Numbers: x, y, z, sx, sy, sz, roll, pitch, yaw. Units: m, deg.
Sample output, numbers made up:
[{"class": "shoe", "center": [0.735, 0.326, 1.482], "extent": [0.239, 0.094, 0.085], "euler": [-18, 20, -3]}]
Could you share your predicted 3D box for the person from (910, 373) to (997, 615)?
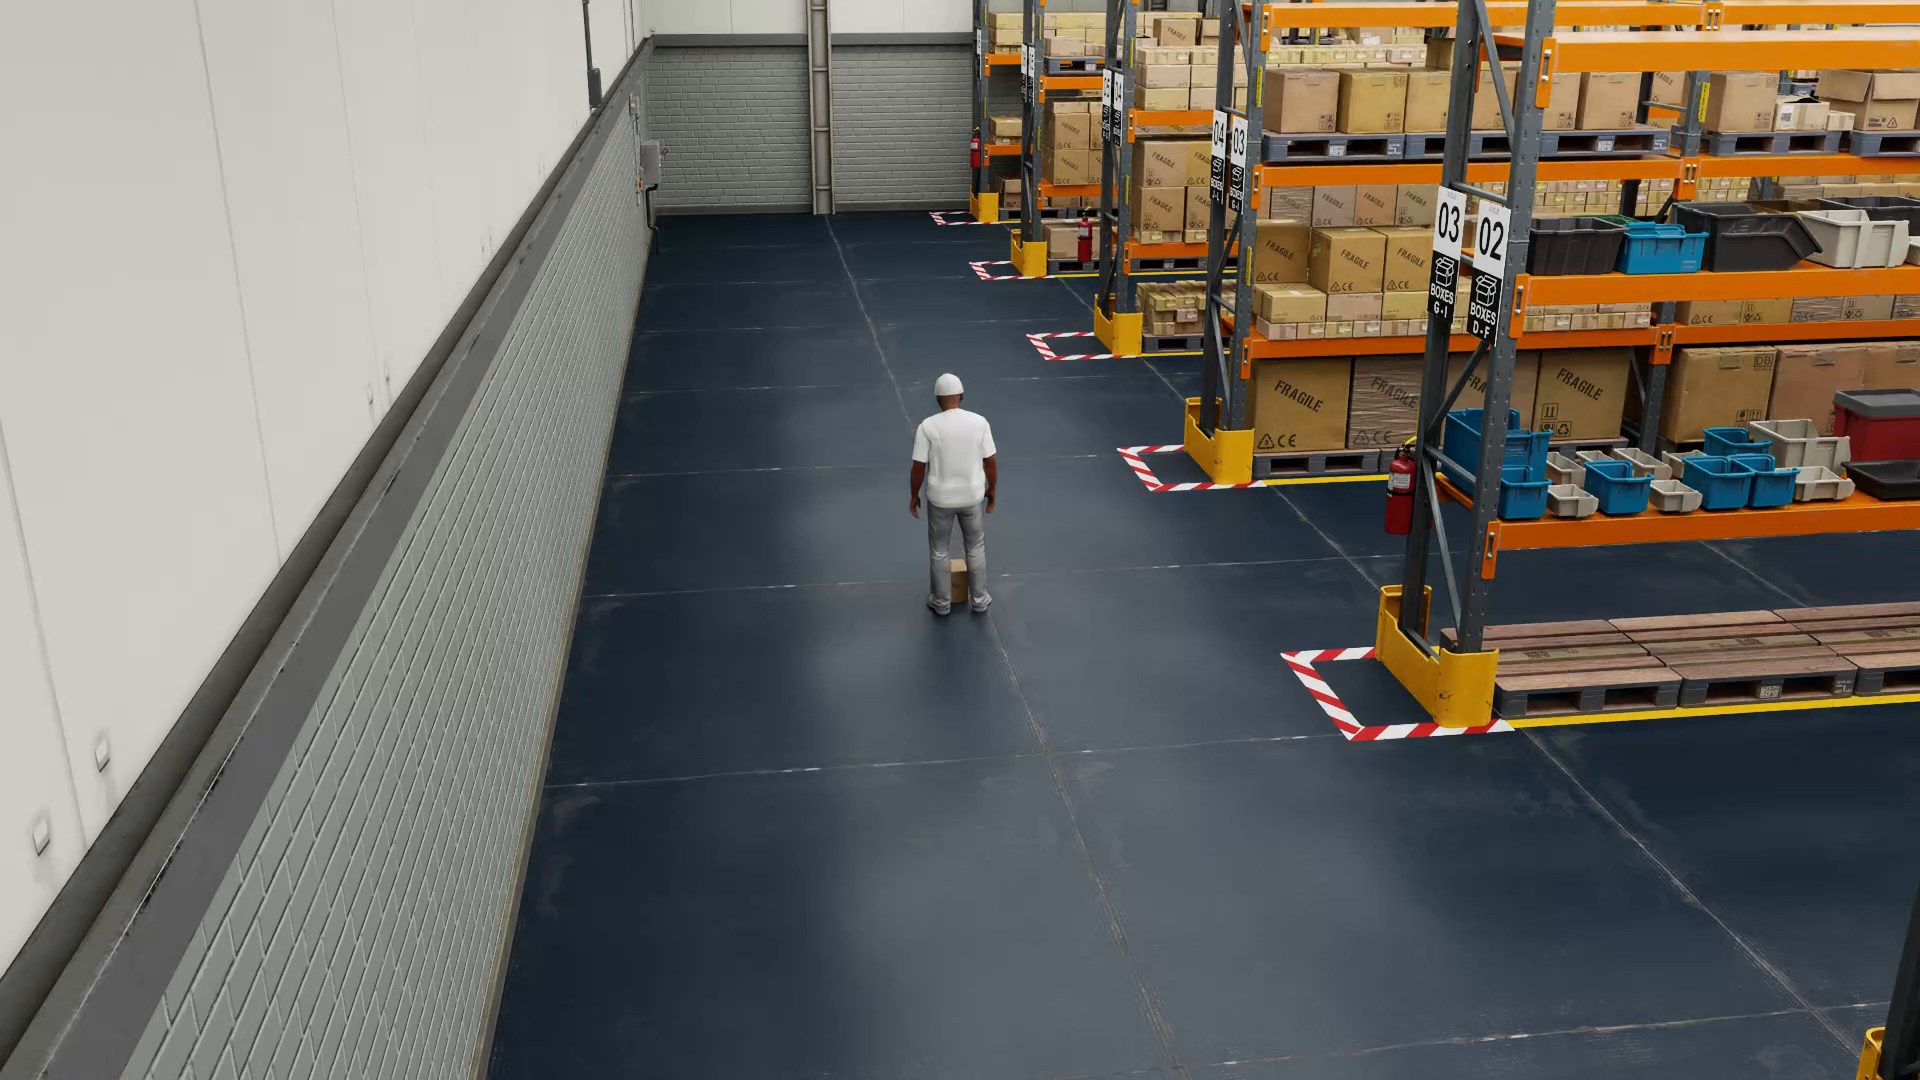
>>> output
[{"class": "person", "center": [-0.046, -0.325, 11.944], "extent": [0.636, 1.761, 0.454], "euler": [-4, 20, -10]}]
